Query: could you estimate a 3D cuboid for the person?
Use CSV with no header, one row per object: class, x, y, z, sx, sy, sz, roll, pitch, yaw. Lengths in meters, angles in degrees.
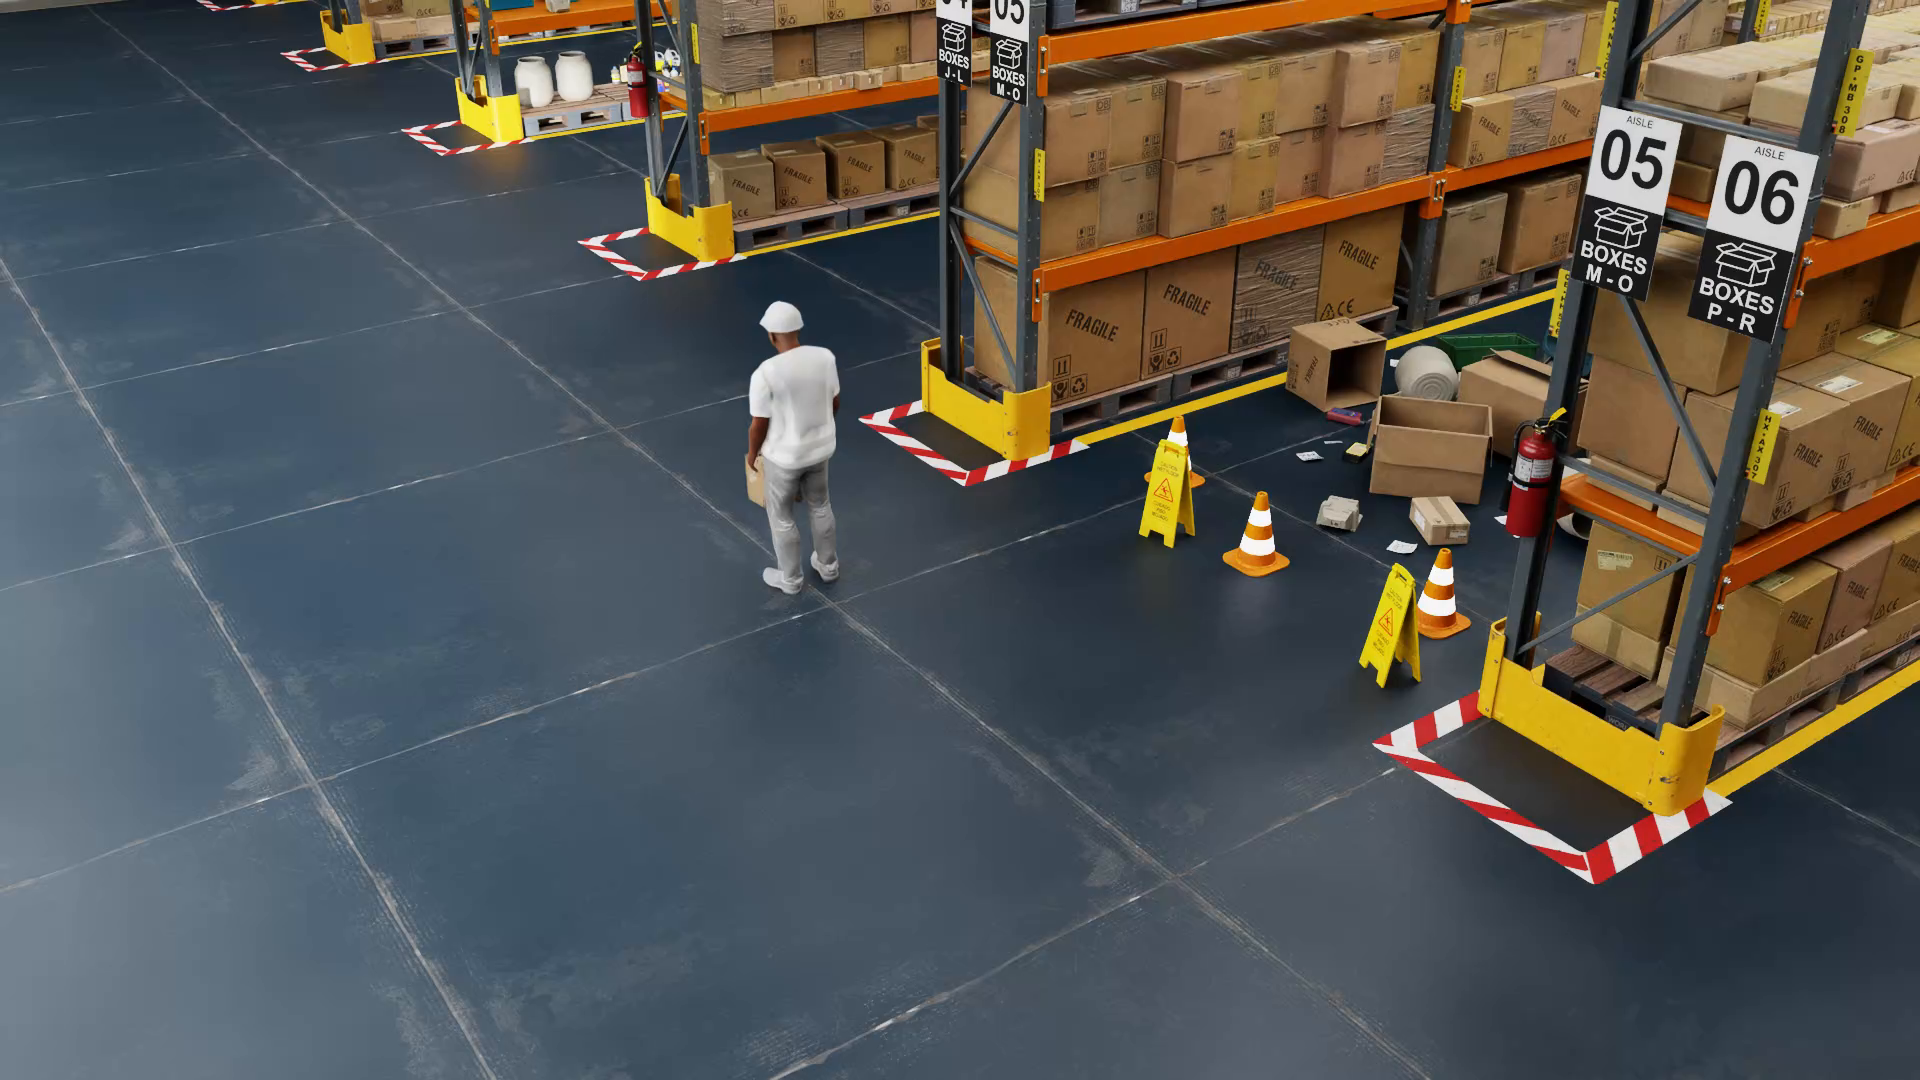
person,-0.944,-0.521,9.561,0.586,1.766,0.419,-20,34,-32
